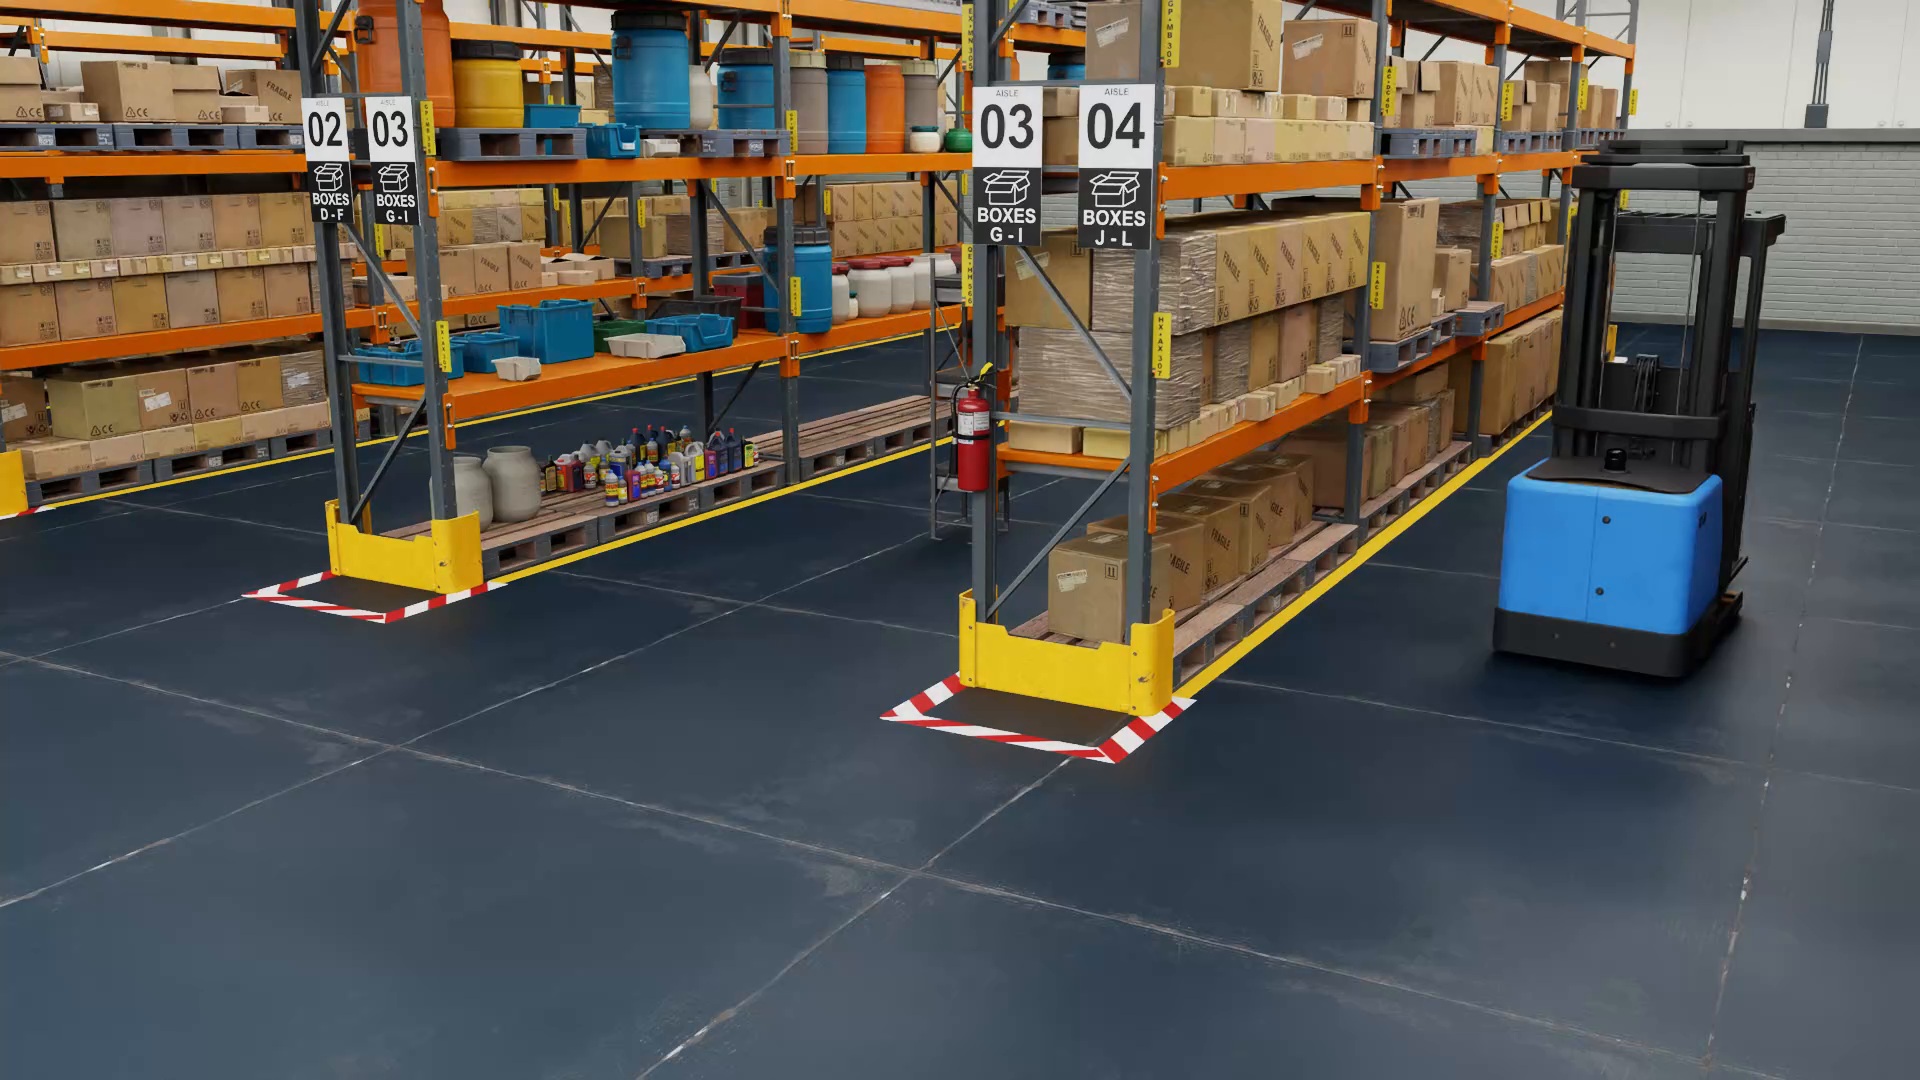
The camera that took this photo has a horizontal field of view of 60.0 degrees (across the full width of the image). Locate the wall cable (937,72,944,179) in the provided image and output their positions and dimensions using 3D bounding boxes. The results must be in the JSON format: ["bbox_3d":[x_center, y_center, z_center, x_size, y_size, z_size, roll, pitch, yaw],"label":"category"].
[{"bbox_3d":[-1.695,-8.107,33.586,3.097,2.526,0.112,7,15,28],"label":"wall cable"}]

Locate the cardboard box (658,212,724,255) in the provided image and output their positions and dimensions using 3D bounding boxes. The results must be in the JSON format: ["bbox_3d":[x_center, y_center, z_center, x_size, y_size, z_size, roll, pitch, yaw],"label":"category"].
[{"bbox_3d":[-3.457,-3.939,21.363,0.700,0.500,0.500,11,17,38],"label":"cardboard box"}]

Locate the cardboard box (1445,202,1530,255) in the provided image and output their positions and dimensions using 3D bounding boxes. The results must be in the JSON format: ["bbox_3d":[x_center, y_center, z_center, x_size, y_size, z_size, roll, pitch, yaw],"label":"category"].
[{"bbox_3d":[5.402,-3.211,17.101,0.797,0.503,0.637,8,16,30],"label":"cardboard box"}]

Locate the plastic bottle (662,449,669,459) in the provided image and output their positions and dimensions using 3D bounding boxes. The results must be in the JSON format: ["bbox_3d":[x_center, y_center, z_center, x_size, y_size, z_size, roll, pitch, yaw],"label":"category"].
[{"bbox_3d":[-2.355,-0.598,13.470,0.061,0.283,0.133,7,15,28],"label":"plastic bottle"}]

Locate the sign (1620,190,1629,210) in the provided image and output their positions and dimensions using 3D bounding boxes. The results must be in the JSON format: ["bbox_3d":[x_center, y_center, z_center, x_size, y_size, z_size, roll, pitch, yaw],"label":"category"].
[{"bbox_3d":[8.734,-4.510,21.866,0.100,0.325,0.005,7,15,28],"label":"sign"}]

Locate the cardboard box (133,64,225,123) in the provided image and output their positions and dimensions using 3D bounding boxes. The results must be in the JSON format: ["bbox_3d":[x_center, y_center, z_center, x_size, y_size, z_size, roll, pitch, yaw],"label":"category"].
[{"bbox_3d":[-7.112,-4.015,14.971,0.797,0.503,0.637,9,16,34],"label":"cardboard box"}]

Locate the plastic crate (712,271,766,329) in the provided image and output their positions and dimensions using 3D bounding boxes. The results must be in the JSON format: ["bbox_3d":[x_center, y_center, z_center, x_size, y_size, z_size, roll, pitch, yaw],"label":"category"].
[{"bbox_3d":[-1.905,-2.161,14.960,0.402,0.464,0.583,7,15,28],"label":"plastic crate"}]

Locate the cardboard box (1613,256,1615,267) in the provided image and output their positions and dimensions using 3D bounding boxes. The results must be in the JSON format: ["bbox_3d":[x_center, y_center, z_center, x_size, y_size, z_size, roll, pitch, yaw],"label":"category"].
[{"bbox_3d":[8.382,-3.664,21.868,0.380,0.149,0.250,8,16,29],"label":"cardboard box"}]

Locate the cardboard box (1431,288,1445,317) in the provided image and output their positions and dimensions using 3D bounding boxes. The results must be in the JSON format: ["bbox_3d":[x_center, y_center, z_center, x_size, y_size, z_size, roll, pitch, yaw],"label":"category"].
[{"bbox_3d":[3.829,-2.021,13.909,0.396,0.266,0.258,7,15,26],"label":"cardboard box"}]

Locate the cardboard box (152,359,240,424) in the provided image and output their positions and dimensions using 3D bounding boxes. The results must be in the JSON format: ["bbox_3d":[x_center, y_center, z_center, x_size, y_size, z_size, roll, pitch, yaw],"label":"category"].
[{"bbox_3d":[-6.958,-1.361,15.151,0.500,0.500,0.500,7,15,28],"label":"cardboard box"}]

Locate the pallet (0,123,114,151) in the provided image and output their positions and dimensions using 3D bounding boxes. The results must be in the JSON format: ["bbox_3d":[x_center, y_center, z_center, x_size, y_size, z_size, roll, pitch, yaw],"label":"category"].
[{"bbox_3d":[-7.775,-3.295,13.587,1.003,0.211,1.213,7,15,28],"label":"pallet"}]

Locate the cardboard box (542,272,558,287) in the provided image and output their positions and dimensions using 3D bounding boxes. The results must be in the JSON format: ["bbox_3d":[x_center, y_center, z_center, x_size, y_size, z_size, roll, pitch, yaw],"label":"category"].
[{"bbox_3d":[-4.839,-2.988,19.065,0.380,0.149,0.250,9,16,32],"label":"cardboard box"}]

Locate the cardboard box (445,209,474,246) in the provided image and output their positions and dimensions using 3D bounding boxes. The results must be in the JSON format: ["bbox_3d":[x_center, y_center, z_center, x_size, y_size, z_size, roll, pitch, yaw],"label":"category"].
[{"bbox_3d":[-7.404,-4.528,24.026,0.500,0.500,0.500,8,16,30],"label":"cardboard box"}]

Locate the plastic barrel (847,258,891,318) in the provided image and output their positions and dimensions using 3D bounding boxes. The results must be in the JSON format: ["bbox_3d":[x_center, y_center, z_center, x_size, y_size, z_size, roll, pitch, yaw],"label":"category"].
[{"bbox_3d":[-0.862,-2.384,15.731,0.433,0.535,0.433,0,14,0],"label":"plastic barrel"}]

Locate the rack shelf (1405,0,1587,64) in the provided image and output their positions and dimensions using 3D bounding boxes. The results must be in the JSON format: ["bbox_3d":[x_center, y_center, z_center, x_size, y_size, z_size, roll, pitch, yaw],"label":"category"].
[{"bbox_3d":[5.365,-5.038,16.618,1.077,0.370,4.000,7,15,28],"label":"rack shelf"}]

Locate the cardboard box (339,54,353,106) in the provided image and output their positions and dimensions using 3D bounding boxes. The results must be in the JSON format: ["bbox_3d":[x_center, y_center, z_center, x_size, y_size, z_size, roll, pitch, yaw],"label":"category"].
[{"bbox_3d":[-5.873,-4.634,16.778,0.500,0.500,0.500,8,15,29],"label":"cardboard box"}]

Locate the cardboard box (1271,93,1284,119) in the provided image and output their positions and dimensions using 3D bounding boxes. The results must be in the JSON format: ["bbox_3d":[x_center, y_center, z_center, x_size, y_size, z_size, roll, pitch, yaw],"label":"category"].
[{"bbox_3d":[1.720,-2.598,9.979,0.380,0.149,0.250,7,15,26],"label":"cardboard box"}]

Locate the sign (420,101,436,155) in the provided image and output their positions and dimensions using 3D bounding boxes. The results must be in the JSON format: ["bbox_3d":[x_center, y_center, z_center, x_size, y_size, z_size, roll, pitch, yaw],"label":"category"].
[{"bbox_3d":[-3.325,-2.574,10.393,0.100,0.325,0.005,7,15,28],"label":"sign"}]

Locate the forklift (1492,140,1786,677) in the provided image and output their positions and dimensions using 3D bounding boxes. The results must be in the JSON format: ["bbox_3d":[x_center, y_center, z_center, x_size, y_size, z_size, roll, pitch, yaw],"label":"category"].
[{"bbox_3d":[4.316,-0.957,10.251,1.130,2.935,3.031,9,16,32],"label":"forklift"}]

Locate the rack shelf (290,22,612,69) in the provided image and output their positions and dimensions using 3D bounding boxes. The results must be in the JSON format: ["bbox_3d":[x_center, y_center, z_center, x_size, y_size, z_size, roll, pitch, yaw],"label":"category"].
[{"bbox_3d":[-5.239,-5.340,17.873,1.077,0.370,4.000,7,15,28],"label":"rack shelf"}]

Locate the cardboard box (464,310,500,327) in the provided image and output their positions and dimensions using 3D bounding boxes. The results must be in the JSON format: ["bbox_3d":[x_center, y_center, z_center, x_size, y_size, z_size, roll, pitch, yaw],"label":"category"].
[{"bbox_3d":[-7.304,-3.588,24.706,0.750,0.750,0.750,8,16,30],"label":"cardboard box"}]

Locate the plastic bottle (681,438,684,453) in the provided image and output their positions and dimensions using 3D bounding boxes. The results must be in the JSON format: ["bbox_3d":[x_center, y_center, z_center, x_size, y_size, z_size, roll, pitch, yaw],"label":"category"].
[{"bbox_3d":[-2.458,-0.813,14.537,0.097,0.201,0.097,0,14,0],"label":"plastic bottle"}]

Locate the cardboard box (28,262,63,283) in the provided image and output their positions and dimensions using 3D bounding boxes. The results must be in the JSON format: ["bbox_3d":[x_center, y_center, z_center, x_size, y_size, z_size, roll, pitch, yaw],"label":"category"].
[{"bbox_3d":[-7.636,-2.212,13.710,0.380,0.149,0.250,7,15,27],"label":"cardboard box"}]

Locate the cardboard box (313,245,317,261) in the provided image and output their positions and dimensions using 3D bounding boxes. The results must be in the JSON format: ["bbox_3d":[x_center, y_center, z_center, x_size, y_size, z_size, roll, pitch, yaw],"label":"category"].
[{"bbox_3d":[-6.271,-2.791,16.114,0.380,0.149,0.250,7,15,27],"label":"cardboard box"}]

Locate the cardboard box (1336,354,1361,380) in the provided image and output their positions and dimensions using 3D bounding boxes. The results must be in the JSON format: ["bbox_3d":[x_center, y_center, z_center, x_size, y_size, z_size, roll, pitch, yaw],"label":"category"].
[{"bbox_3d":[2.618,-1.235,11.793,0.380,0.149,0.250,7,15,28],"label":"cardboard box"}]

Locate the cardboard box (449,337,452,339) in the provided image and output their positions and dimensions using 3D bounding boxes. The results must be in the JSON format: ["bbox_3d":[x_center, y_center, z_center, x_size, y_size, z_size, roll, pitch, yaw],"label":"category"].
[{"bbox_3d":[-5.525,-2.126,18.725,0.500,0.311,0.500,7,15,27],"label":"cardboard box"}]

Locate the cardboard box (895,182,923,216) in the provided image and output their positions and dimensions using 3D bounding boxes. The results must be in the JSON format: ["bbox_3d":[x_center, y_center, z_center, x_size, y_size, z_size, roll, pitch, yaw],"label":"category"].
[{"bbox_3d":[-0.869,-5.221,25.444,0.500,0.500,0.500,8,16,30],"label":"cardboard box"}]

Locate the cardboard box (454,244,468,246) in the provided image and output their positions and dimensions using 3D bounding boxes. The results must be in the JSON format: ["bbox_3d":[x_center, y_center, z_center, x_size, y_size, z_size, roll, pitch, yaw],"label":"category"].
[{"bbox_3d":[-7.383,-4.237,24.201,0.380,0.149,0.250,8,16,30],"label":"cardboard box"}]

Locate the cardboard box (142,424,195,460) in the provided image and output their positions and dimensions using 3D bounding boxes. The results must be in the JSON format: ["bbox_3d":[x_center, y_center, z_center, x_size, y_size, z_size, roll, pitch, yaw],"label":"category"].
[{"bbox_3d":[-7.204,-0.895,14.816,0.500,0.250,0.500,7,15,28],"label":"cardboard box"}]

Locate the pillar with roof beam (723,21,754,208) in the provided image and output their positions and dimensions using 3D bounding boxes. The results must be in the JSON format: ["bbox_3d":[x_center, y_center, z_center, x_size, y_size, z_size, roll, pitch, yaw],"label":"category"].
[{"bbox_3d":[-0.426,-8.661,29.258,9.100,9.000,0.400,7,15,28],"label":"pillar with roof beam"}]

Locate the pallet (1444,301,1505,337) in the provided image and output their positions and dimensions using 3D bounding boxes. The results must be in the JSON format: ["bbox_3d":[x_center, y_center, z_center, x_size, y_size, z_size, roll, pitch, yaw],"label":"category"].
[{"bbox_3d":[4.147,-2.004,14.854,1.213,0.211,1.003,7,15,28],"label":"pallet"}]

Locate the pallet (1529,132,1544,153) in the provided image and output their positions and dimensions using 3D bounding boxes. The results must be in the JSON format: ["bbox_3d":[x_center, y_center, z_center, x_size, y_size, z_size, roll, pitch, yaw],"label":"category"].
[{"bbox_3d":[5.201,-3.990,16.685,1.003,0.211,1.213,8,16,31],"label":"pallet"}]

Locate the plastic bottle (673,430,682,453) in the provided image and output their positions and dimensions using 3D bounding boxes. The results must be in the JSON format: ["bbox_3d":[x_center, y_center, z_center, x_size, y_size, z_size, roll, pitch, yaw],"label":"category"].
[{"bbox_3d":[-2.448,-0.792,14.276,0.061,0.283,0.133,7,15,28],"label":"plastic bottle"}]

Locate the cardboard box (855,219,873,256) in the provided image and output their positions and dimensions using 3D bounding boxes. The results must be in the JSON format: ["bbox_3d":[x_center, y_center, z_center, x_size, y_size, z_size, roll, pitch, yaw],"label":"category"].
[{"bbox_3d":[-1.608,-4.427,24.282,0.500,0.500,0.500,8,16,29],"label":"cardboard box"}]

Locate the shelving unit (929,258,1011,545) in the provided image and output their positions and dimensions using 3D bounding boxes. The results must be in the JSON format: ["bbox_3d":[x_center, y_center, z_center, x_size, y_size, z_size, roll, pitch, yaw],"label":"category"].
[{"bbox_3d":[0.080,-1.055,12.428,0.431,2.100,0.503,7,15,28],"label":"shelving unit"}]

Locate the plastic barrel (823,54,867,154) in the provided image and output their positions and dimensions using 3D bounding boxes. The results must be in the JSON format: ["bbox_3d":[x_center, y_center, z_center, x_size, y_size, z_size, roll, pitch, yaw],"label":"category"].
[{"bbox_3d":[-1.183,-4.095,15.650,0.600,0.901,0.708,7,15,28],"label":"plastic barrel"}]

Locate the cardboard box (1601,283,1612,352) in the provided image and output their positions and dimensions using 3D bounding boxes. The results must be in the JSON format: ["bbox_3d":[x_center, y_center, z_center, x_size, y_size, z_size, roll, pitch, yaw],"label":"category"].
[{"bbox_3d":[8.026,-2.927,21.914,0.875,0.875,0.875,7,15,28],"label":"cardboard box"}]

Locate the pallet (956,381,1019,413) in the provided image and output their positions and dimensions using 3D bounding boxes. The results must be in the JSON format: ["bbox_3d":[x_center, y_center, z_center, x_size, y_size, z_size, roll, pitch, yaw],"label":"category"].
[{"bbox_3d":[0.407,-1.627,18.833,1.003,0.211,1.213,7,15,28],"label":"pallet"}]

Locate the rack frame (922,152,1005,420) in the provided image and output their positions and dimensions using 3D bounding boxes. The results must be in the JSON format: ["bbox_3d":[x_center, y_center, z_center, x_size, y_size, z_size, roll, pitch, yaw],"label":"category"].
[{"bbox_3d":[0.063,-2.816,17.816,1.000,3.000,0.127,7,15,28],"label":"rack frame"}]

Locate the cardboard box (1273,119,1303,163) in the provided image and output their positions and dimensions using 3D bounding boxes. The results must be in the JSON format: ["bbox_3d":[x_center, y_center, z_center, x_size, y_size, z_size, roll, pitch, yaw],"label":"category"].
[{"bbox_3d":[1.724,-2.384,9.942,0.500,0.250,0.500,8,16,30],"label":"cardboard box"}]

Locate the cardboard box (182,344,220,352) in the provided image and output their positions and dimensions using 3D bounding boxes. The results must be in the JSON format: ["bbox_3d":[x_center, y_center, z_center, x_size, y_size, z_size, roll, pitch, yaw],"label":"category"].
[{"bbox_3d":[-9.714,-2.482,20.822,0.700,0.500,0.500,8,15,29],"label":"cardboard box"}]

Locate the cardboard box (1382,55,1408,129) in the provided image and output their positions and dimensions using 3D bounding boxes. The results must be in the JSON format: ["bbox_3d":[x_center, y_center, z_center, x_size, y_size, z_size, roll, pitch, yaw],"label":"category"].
[{"bbox_3d":[2.779,-3.232,12.025,0.797,0.503,0.637,7,15,25],"label":"cardboard box"}]

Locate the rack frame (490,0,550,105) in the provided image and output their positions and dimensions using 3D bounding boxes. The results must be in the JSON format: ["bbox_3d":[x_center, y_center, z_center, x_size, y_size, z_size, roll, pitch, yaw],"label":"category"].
[{"bbox_3d":[-6.676,-7.676,25.173,1.000,3.000,0.127,7,15,28],"label":"rack frame"}]

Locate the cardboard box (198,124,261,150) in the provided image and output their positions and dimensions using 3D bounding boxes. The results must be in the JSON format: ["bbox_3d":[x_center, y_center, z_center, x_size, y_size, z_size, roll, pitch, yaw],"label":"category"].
[{"bbox_3d":[-9.318,-5.202,21.046,0.797,0.503,0.637,10,17,36],"label":"cardboard box"}]

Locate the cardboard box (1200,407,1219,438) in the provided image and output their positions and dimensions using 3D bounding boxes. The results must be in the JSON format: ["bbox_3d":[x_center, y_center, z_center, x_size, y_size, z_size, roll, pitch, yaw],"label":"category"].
[{"bbox_3d":[1.252,-0.676,9.472,0.380,0.149,0.250,7,15,28],"label":"cardboard box"}]

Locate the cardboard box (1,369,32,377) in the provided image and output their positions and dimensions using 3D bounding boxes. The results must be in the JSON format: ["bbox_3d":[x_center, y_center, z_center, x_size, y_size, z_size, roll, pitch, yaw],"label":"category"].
[{"bbox_3d":[-10.776,-1.842,18.879,0.380,0.166,0.250,5,15,21],"label":"cardboard box"}]

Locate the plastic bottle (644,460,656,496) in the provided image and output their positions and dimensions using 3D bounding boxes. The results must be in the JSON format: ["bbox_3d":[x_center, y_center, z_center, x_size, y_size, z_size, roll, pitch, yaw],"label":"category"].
[{"bbox_3d":[-2.441,-0.490,13.049,0.097,0.271,0.097,0,14,0],"label":"plastic bottle"}]

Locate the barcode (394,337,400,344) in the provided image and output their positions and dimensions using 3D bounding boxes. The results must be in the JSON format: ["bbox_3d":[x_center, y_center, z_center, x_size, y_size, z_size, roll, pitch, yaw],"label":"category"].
[{"bbox_3d":[-5.718,-2.028,16.893,0.001,0.075,0.075,7,15,28],"label":"barcode"}]

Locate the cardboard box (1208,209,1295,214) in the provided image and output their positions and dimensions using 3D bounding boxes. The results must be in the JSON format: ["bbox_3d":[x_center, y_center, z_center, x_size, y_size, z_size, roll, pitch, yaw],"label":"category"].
[{"bbox_3d":[2.025,-2.050,11.657,0.500,0.500,0.500,7,15,28],"label":"cardboard box"}]

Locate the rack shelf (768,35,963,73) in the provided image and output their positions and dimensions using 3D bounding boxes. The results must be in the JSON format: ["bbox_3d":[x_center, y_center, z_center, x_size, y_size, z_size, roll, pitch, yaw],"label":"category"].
[{"bbox_3d":[-1.371,-7.175,24.635,1.077,0.370,4.000,7,15,28],"label":"rack shelf"}]

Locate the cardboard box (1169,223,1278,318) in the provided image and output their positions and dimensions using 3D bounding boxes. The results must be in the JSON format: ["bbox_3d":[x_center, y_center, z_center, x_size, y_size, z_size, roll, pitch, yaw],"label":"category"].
[{"bbox_3d":[1.524,-1.580,9.705,0.500,0.500,0.500,7,15,28],"label":"cardboard box"}]

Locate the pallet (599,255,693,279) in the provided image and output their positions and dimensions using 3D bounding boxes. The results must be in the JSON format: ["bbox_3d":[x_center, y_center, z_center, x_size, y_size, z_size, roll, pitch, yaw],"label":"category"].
[{"bbox_3d":[-4.005,-3.432,20.779,1.213,0.211,1.003,7,15,28],"label":"pallet"}]

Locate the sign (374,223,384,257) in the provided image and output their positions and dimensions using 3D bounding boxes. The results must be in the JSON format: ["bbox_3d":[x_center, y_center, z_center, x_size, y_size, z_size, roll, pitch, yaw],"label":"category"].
[{"bbox_3d":[-5.719,-2.955,16.373,0.100,0.325,0.005,7,15,28],"label":"sign"}]

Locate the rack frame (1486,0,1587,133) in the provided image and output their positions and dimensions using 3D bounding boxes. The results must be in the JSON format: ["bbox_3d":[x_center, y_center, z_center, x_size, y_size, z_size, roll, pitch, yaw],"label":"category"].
[{"bbox_3d":[6.332,-5.992,18.189,1.000,3.000,0.127,7,15,28],"label":"rack frame"}]
